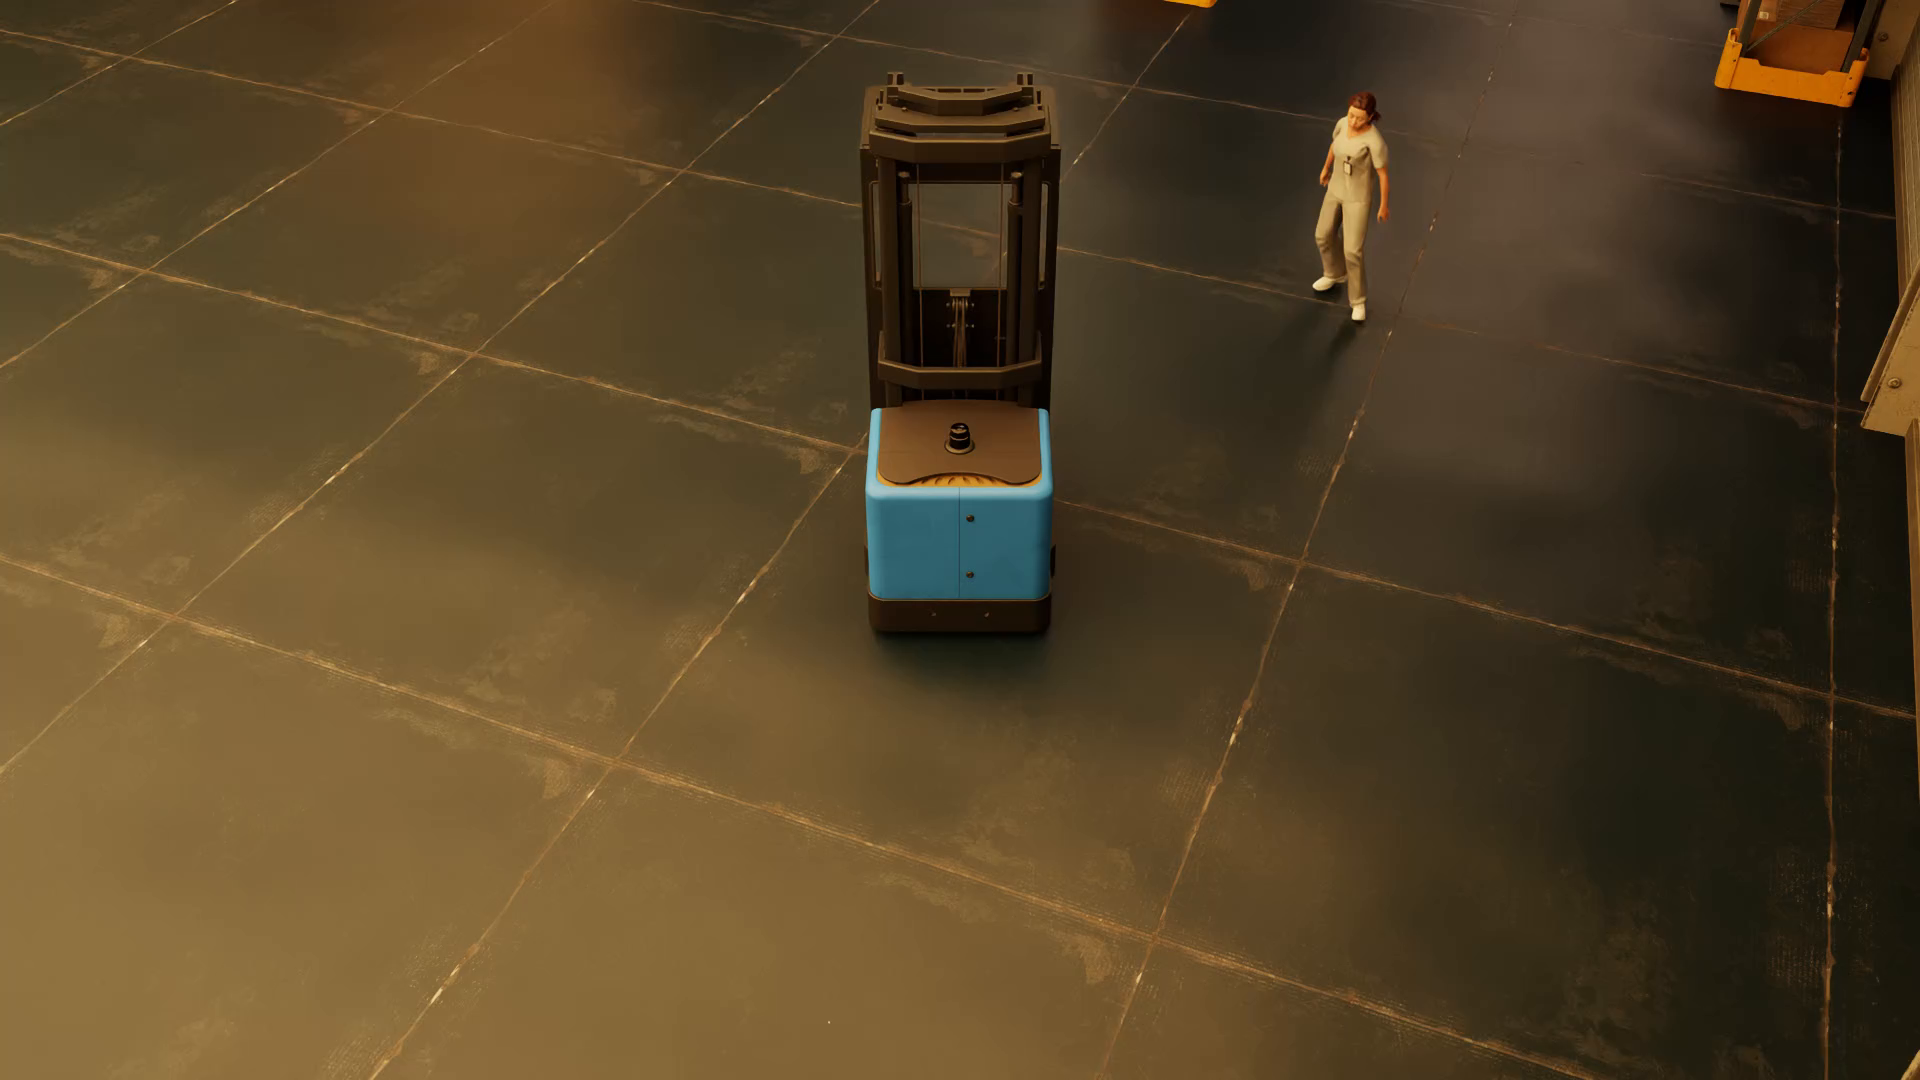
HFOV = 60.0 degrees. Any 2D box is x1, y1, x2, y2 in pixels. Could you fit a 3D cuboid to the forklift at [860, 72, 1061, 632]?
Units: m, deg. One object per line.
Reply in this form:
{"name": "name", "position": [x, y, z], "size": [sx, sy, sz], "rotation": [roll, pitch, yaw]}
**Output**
{"name": "forklift", "position": [0.002, -1.515, 9.816], "size": [1.130, 2.935, 3.031], "rotation": [0, 40, 0]}

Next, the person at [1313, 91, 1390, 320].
{"name": "person", "position": [2.828, -2.460, 11.905], "size": [0.392, 1.638, 0.788], "rotation": [-22, 45, -24]}
